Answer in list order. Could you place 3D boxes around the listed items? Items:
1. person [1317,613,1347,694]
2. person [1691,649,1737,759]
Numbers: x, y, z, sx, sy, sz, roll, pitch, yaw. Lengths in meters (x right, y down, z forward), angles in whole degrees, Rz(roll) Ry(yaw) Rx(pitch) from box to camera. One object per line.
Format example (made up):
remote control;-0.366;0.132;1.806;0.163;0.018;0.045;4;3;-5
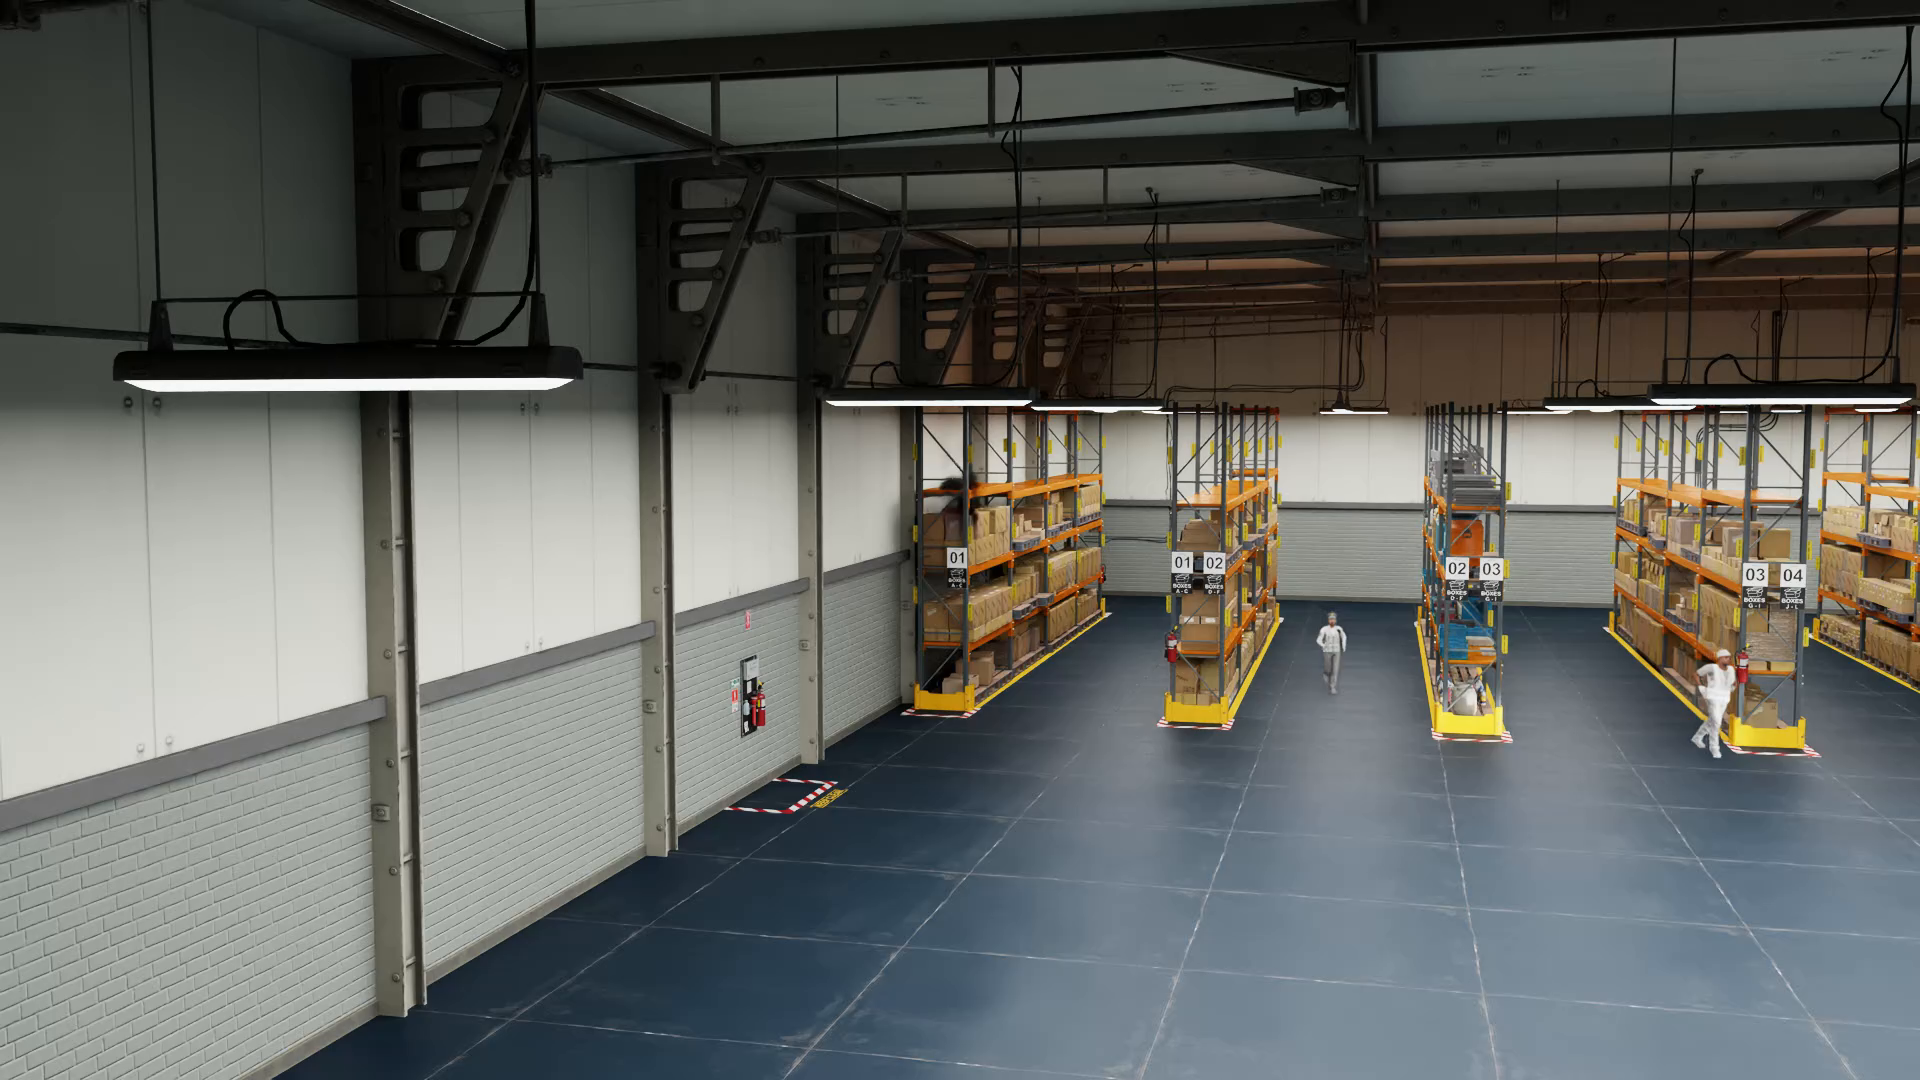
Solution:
person;7.770;2.336;34.664;0.632;1.661;0.861;0;4;3
person;12.905;2.764;28.331;0.707;1.831;0.832;-1;4;-17
